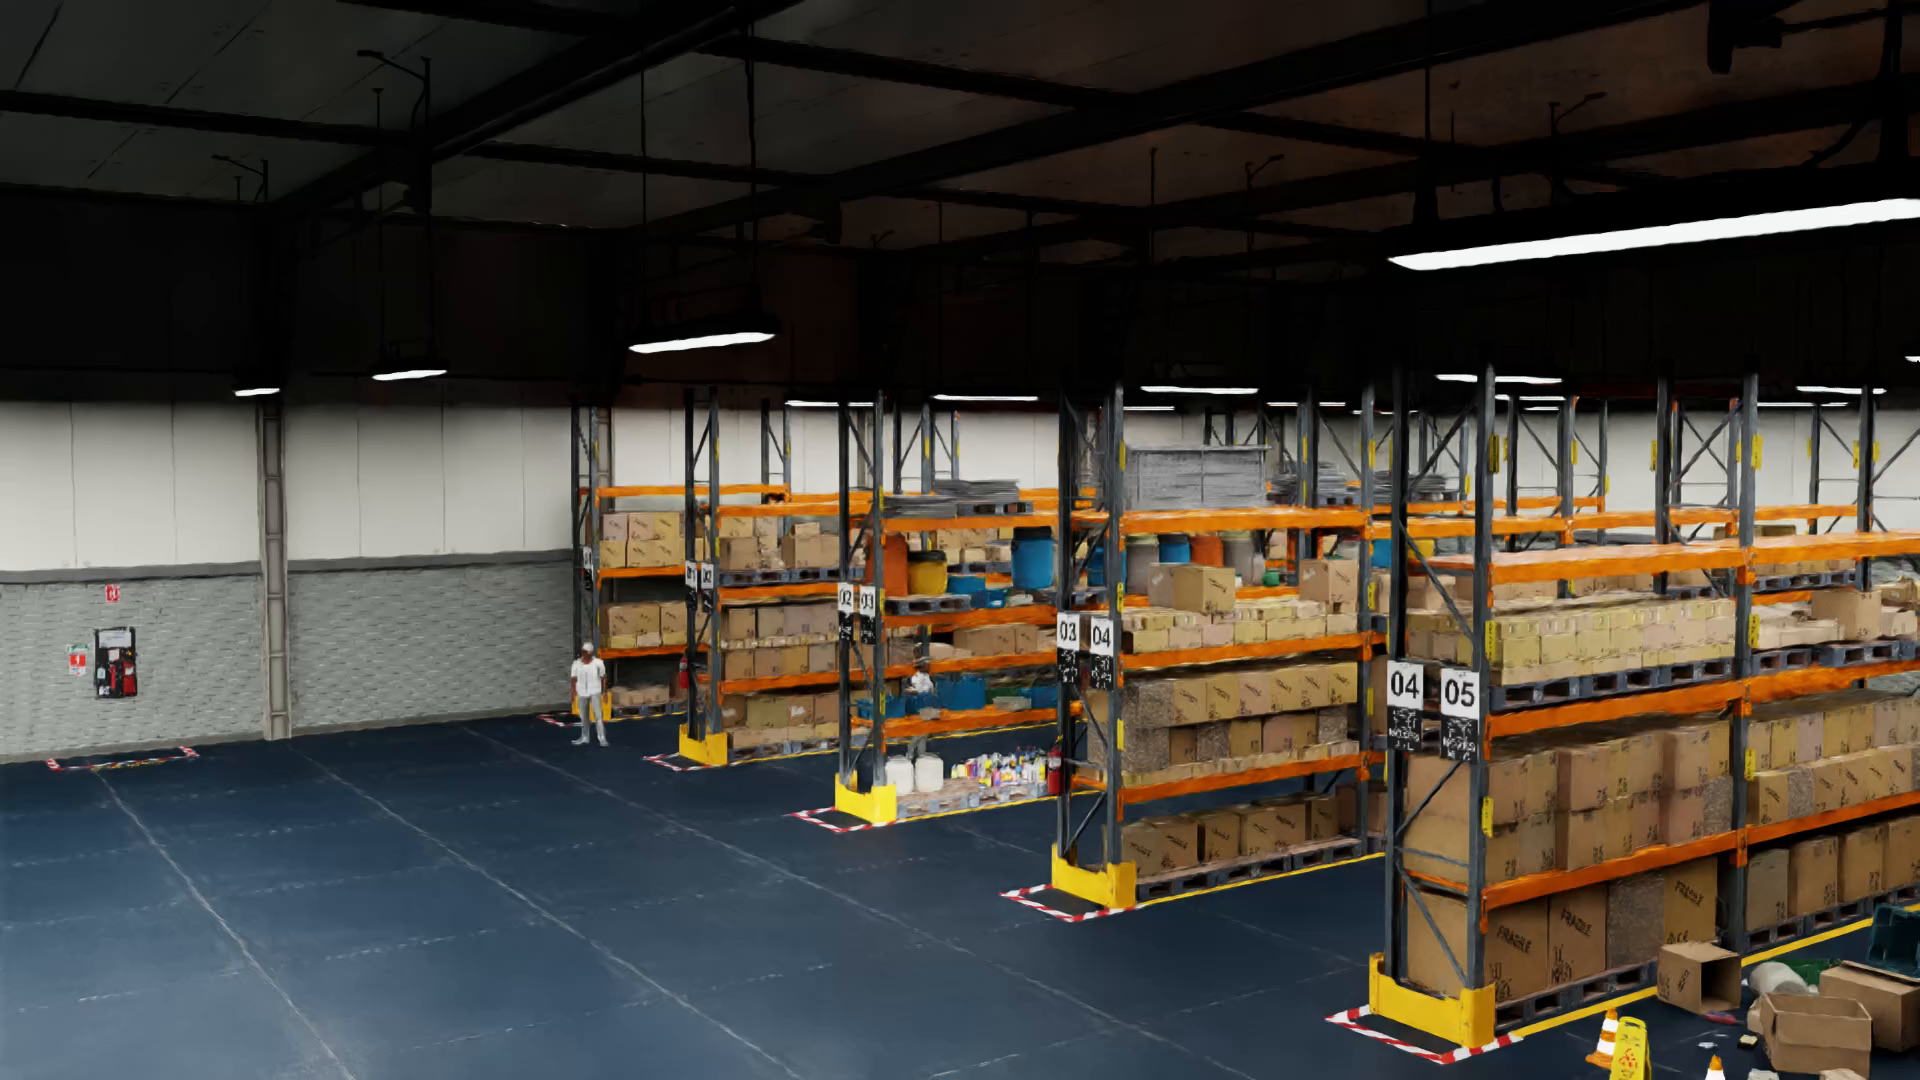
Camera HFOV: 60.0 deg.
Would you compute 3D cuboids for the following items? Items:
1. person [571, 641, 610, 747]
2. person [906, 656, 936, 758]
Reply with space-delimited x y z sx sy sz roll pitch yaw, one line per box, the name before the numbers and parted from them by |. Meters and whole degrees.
person | -6.218 2.587 28.006 0.731 1.758 0.534 0 3 2
person | -0.641 2.717 26.795 0.422 1.674 0.501 2 4 27
